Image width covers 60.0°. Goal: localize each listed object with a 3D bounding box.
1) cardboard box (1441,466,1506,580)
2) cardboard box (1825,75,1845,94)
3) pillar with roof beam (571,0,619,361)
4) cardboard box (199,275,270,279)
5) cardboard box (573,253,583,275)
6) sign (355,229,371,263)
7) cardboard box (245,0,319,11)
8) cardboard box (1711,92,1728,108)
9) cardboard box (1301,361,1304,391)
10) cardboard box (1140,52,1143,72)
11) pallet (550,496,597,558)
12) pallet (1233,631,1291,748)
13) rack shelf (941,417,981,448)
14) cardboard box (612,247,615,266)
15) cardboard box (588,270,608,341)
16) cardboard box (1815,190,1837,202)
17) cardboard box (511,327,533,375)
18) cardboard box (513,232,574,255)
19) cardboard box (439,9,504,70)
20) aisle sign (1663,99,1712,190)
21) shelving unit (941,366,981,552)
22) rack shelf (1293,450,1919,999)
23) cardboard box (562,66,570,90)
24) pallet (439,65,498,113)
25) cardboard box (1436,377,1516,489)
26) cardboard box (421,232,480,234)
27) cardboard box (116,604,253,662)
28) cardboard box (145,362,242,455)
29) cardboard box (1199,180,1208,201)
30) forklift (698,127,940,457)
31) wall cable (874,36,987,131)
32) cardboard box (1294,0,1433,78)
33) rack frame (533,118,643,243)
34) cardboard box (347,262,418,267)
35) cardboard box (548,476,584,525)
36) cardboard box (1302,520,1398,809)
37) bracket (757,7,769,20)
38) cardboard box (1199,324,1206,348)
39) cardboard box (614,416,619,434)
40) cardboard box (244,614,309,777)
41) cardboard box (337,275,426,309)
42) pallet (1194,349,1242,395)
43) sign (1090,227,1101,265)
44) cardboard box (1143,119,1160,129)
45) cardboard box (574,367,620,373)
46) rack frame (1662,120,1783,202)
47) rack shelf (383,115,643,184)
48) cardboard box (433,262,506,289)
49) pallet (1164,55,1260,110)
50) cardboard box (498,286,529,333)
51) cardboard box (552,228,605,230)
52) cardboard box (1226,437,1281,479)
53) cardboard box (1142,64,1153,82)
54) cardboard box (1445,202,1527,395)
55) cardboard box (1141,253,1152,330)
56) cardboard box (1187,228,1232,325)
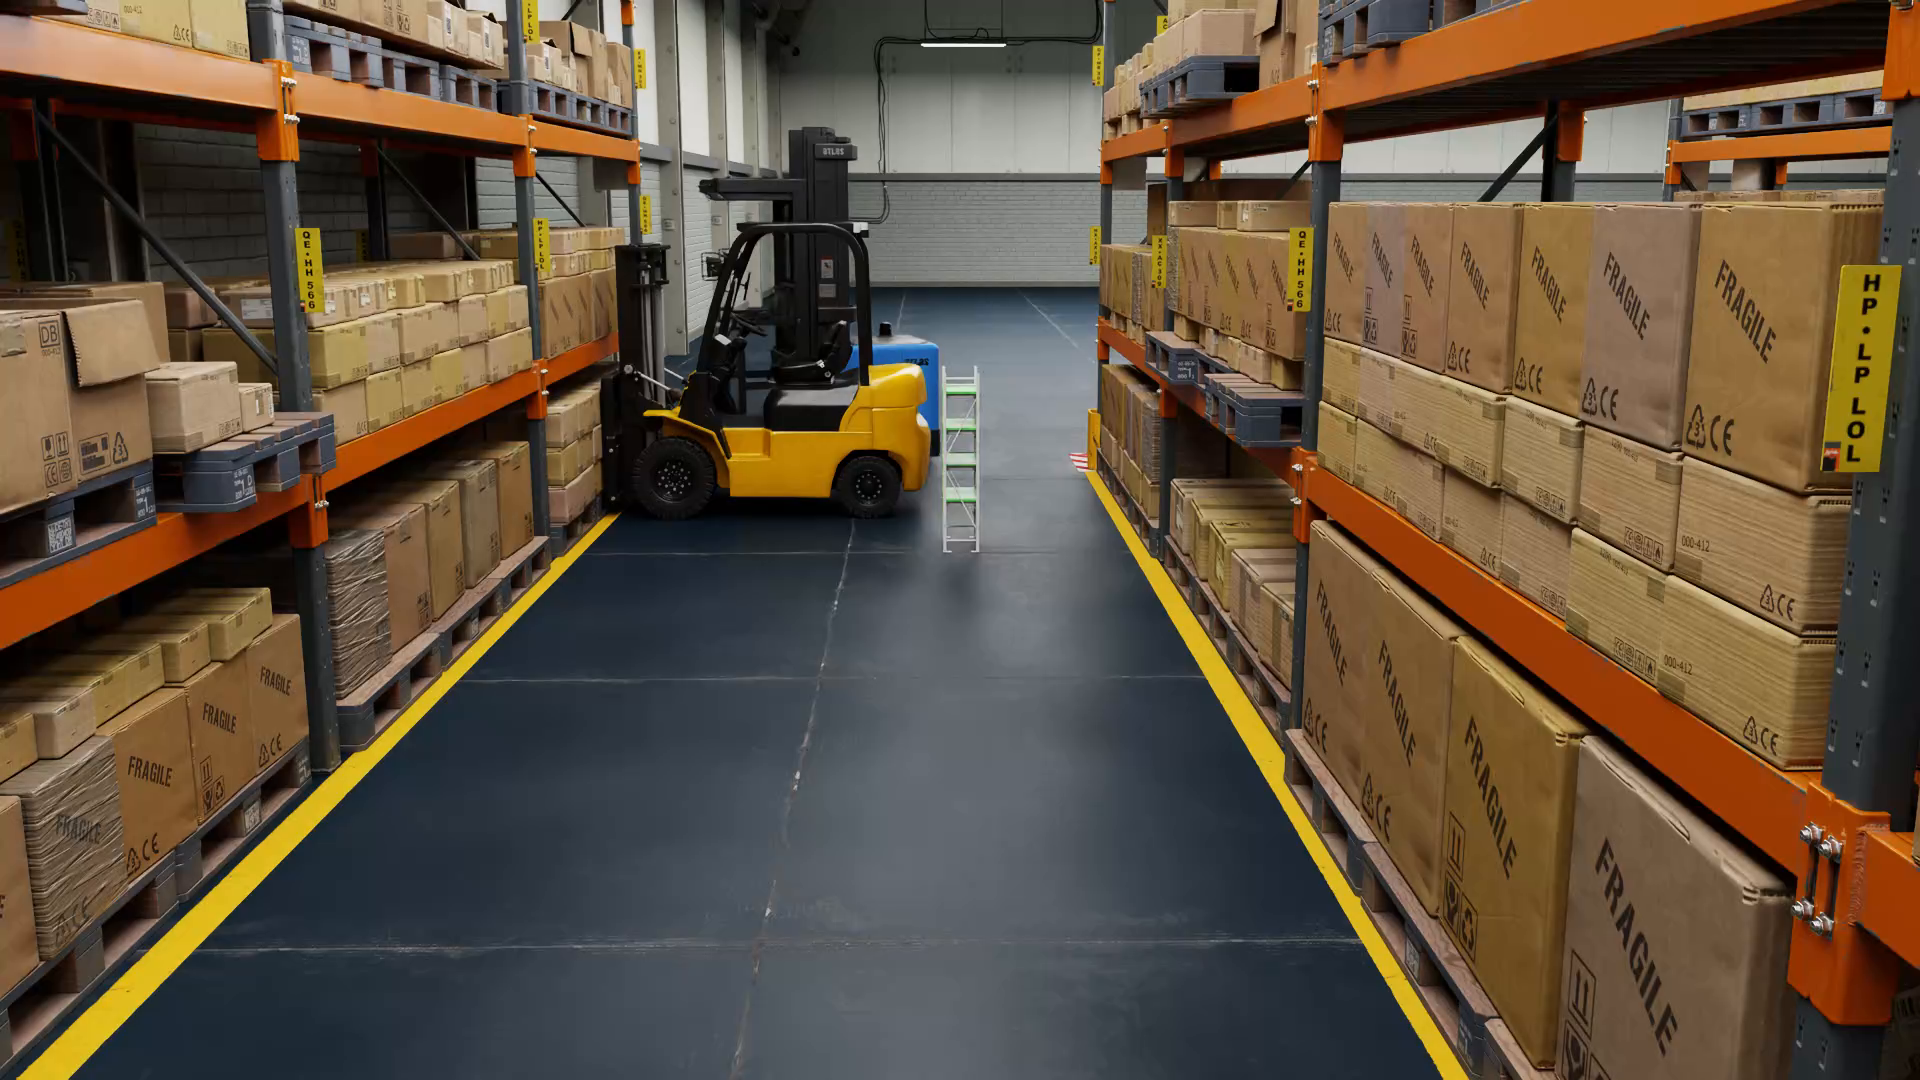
[{"bbox_3d":[1.690,-0.063,4.702,0.500,0.250,0.500,0,11,-1],"label":"cardboard box"},{"bbox_3d":[6.400,-3.249,11.811,0.380,0.149,0.250,0,11,0],"label":"cardboard box"},{"bbox_3d":[0.050,-6.117,19.075,9.100,9.000,0.400,0,11,-1],"label":"pillar with roof beam"},{"bbox_3d":[-3.439,-1.202,8.056,0.380,0.149,0.250,0,11,-2],"label":"cardboard box"},{"bbox_3d":[-2.879,-1.949,11.739,0.380,0.149,0.250,0,11,-2],"label":"cardboard box"},{"bbox_3d":[-3.715,-1.774,10.380,0.100,0.325,0.005,0,11,-1],"label":"sign"},{"bbox_3d":[-2.781,-2.199,6.589,0.380,0.166,0.250,0,11,-1],"label":"cardboard box"},{"bbox_3d":[6.363,-3.602,13.547,0.380,0.149,0.250,0,11,-1],"label":"cardboard box"},{"bbox_3d":[1.643,-0.686,6.971,0.380,0.149,0.250,0,11,1],"label":"cardboard box"},{"bbox_3d":[1.483,-3.392,11.815,0.380,0.149,0.250,0,11,0],"label":"cardboard box"},{"bbox_3d":[-3.135,-0.105,11.544,1.003,0.211,1.213,0,11,-1],"label":"pallet"},{"bbox_3d":[1.870,0.672,7.715,1.003,0.211,1.213,0,11,-1],"label":"pallet"},{"bbox_3d":[0.003,-0.728,11.243,0.258,0.148,0.480,0,11,-1],"label":"rack shelf"},{"bbox_3d":[-2.977,-2.305,13.492,0.380,0.149,0.250,0,11,0],"label":"cardboard box"},{"bbox_3d":[-2.937,-1.756,12.416,0.500,0.500,0.500,0,11,-1],"label":"cardboard box"},{"bbox_3d":[6.774,-2.268,12.099,0.875,0.550,0.550,0,11,-1],"label":"cardboard box"},{"bbox_3d":[-2.889,-1.140,10.013,0.500,0.250,0.500,0,11,0],"label":"cardboard box"},{"bbox_3d":[-2.883,-2.044,11.460,0.380,0.149,0.250,0,11,0],"label":"cardboard box"},{"bbox_3d":[-2.902,-2.851,9.442,0.500,0.311,0.500,-1,11,-3],"label":"cardboard box"},{"bbox_3d":[6.365,-3.457,14.515,0.394,0.787,0.004,0,11,-1],"label":"aisle sign"},{"bbox_3d":[0.003,-0.555,11.278,0.258,1.200,0.503,0,11,-1],"label":"shelving unit"},{"bbox_3d":[1.926,0.211,4.784,1.077,0.370,4.000,0,11,-1],"label":"rack shelf"},{"bbox_3d":[-2.882,-3.158,11.361,0.380,0.149,0.250,0,11,1],"label":"cardboard box"},{"bbox_3d":[-3.129,-2.514,9.344,0.805,0.209,1.217,-1,11,-3],"label":"pallet"},{"bbox_3d":[1.653,-0.306,4.643,0.500,0.250,0.500,0,11,0],"label":"cardboard box"},{"bbox_3d":[-3.520,-2.040,11.439,0.380,0.149,0.250,0,11,-2],"label":"cardboard box"},{"bbox_3d":[-2.778,0.335,5.964,0.380,0.149,0.250,-1,11,-4],"label":"cardboard box"},{"bbox_3d":[-2.732,-0.442,5.514,0.500,0.250,0.500,-1,11,-4],"label":"cardboard box"},{"bbox_3d":[2.021,-2.209,11.389,0.700,0.500,0.500,0,11,-1],"label":"cardboard box"},{"bbox_3d":[-1.752,-2.136,14.714,3.031,2.935,1.130,-3,12,-15],"label":"forklift"},{"bbox_3d":[-0.784,-12.425,45.279,3.097,2.526,0.112,0,11,-1],"label":"wall cable"},{"bbox_3d":[1.875,-2.247,7.292,0.700,0.500,0.500,0,11,-1],"label":"cardboard box"},{"bbox_3d":[-3.243,-2.108,14.406,1.000,3.000,0.127,0,11,-1],"label":"rack frame"},{"bbox_3d":[-3.415,-1.556,9.800,0.380,0.149,0.250,-1,11,-3],"label":"cardboard box"},{"bbox_3d":[-2.840,-0.269,11.199,0.500,0.250,0.500,0,11,-1],"label":"cardboard box"},{"bbox_3d":[1.816,0.434,6.163,0.875,0.875,0.875,0,11,-2],"label":"cardboard box"},{"bbox_3d":[-4.262,-11.360,35.868,0.235,0.232,0.430,0,11,-1],"label":"bracket"},{"bbox_3d":[1.540,-1.149,9.252,0.380,0.149,0.250,0,11,0],"label":"cardboard box"},{"bbox_3d":[-2.883,-0.814,12.630,0.500,0.250,0.500,0,11,-1],"label":"cardboard box"},{"bbox_3d":[-2.854,0.585,6.364,0.500,0.500,0.500,0,11,0],"label":"cardboard box"},{"bbox_3d":[-2.827,-1.206,8.076,0.380,0.149,0.250,0,11,0],"label":"cardboard box"},{"bbox_3d":[1.803,-0.838,8.630,1.003,0.211,1.213,0,11,-1],"label":"pallet"},{"bbox_3d":[1.177,-2.551,14.413,0.100,0.325,0.005,0,11,-1],"label":"sign"},{"bbox_3d":[1.484,-2.947,11.629,0.380,0.149,0.250,0,11,0],"label":"cardboard box"},{"bbox_3d":[-2.905,-1.265,13.593,0.500,0.250,0.500,0,11,0],"label":"cardboard box"},{"bbox_3d":[6.666,-2.170,14.710,1.000,3.000,0.127,0,11,-1],"label":"rack frame"},{"bbox_3d":[-3.202,-2.828,12.220,1.077,0.370,4.000,0,11,-1],"label":"rack shelf"},{"bbox_3d":[-2.908,-1.562,9.830,0.380,0.149,0.250,0,11,-2],"label":"cardboard box"},{"bbox_3d":[1.733,-2.383,8.688,1.213,0.211,1.003,0,11,-1],"label":"pallet"},{"bbox_3d":[-2.895,-1.388,9.976,0.500,0.250,0.500,0,11,-2],"label":"cardboard box"},{"bbox_3d":[-3.026,-2.400,13.213,0.380,0.149,0.250,0,11,-1],"label":"cardboard box"},{"bbox_3d":[2.060,-0.678,11.332,0.500,0.500,0.500,0,11,2],"label":"cardboard box"},{"bbox_3d":[1.512,-3.064,11.200,0.500,0.250,0.500,0,11,-2],"label":"cardboard box"},{"bbox_3d":[1.673,-0.677,4.587,0.500,0.500,0.500,0,11,0],"label":"cardboard box"},{"bbox_3d":[1.527,-1.719,11.486,0.500,0.500,0.500,0,11,1],"label":"cardboard box"},{"bbox_3d":[1.532,-1.442,9.069,0.500,0.500,0.500,0,11,-1],"label":"cardboard box"}]
